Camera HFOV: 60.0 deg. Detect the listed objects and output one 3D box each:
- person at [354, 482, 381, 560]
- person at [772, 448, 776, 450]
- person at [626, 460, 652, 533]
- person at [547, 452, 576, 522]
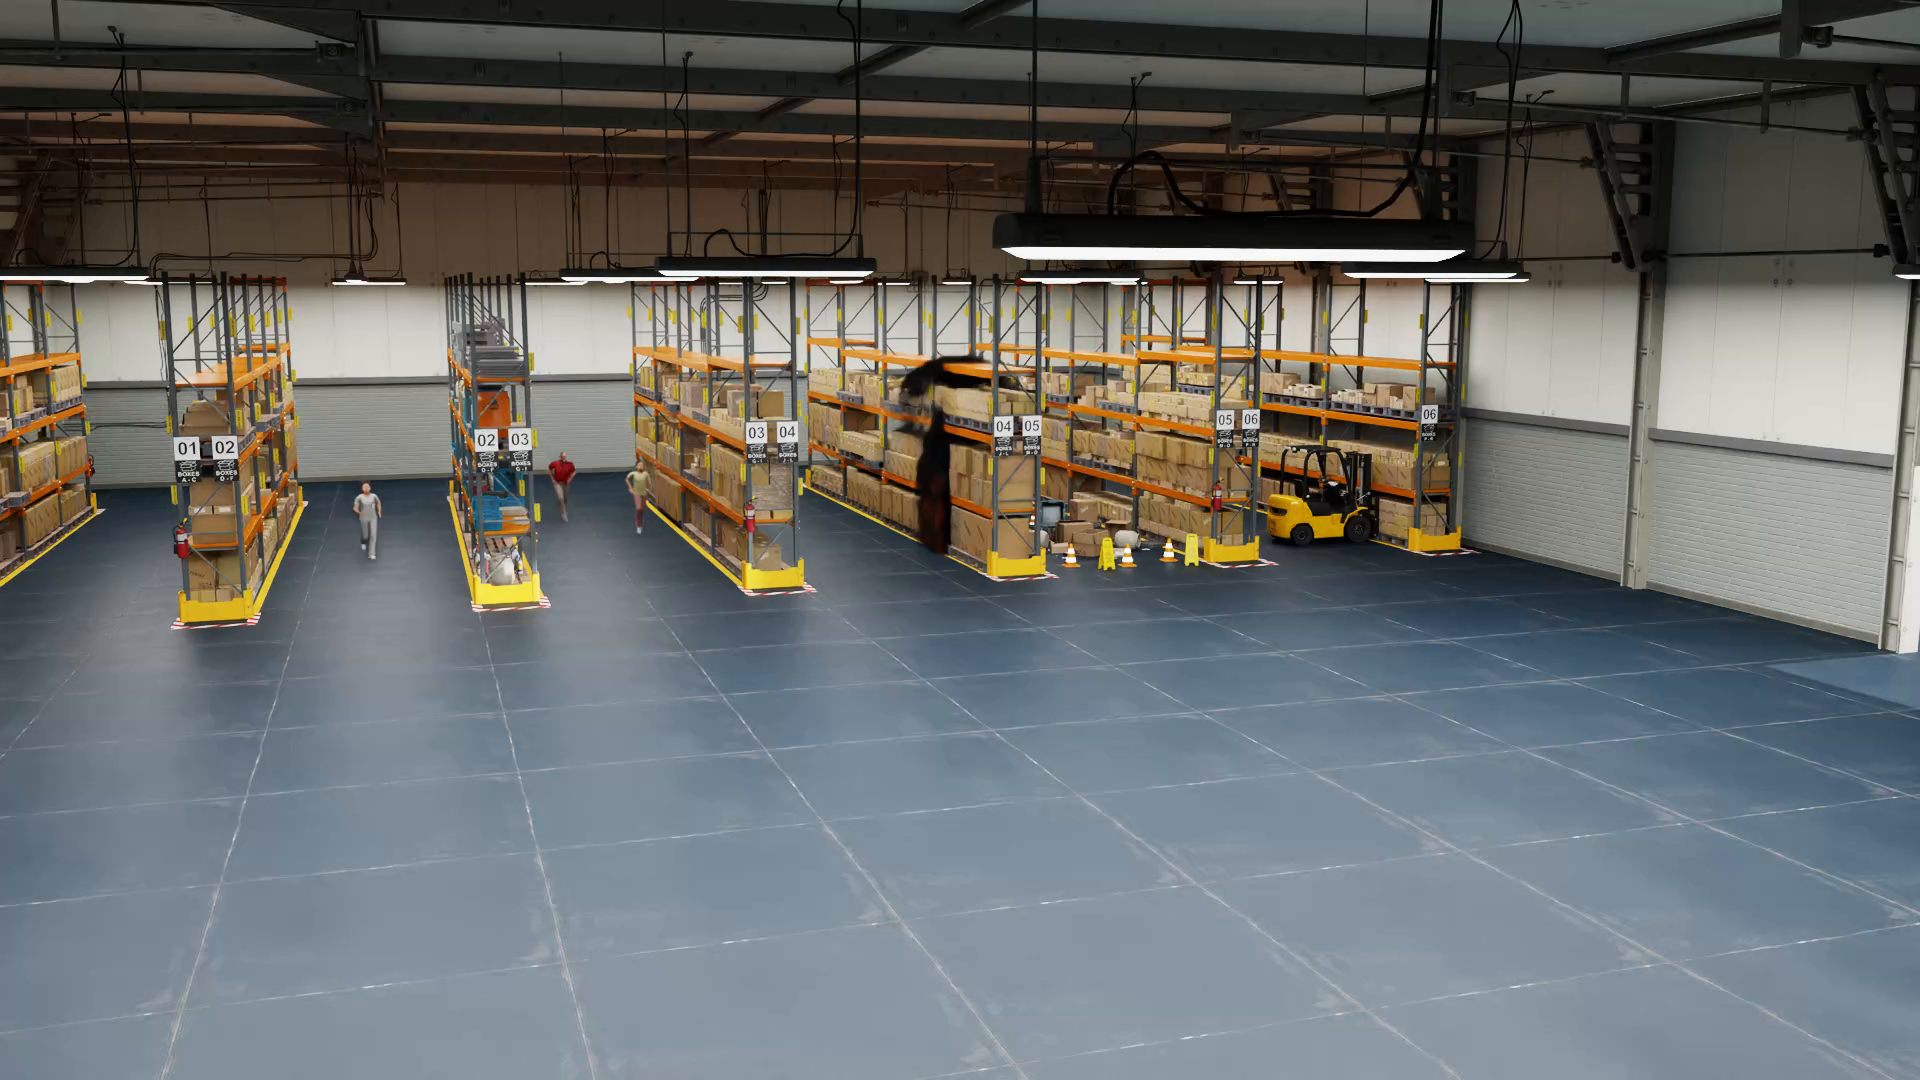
[{"bbox_3d":[-12.633,-0.431,35.532,0.583,1.635,0.894,-5,10,-29],"label":"person"},{"bbox_3d":[-5.691,-2.383,48.111,0.672,1.796,0.720,5,10,31],"label":"person"},{"bbox_3d":[-7.582,-1.031,39.403,0.559,1.726,0.737,-5,10,-27],"label":"person"},{"bbox_3d":[-9.897,-1.341,41.369,0.677,1.736,1.007,-4,9,-23],"label":"person"}]
